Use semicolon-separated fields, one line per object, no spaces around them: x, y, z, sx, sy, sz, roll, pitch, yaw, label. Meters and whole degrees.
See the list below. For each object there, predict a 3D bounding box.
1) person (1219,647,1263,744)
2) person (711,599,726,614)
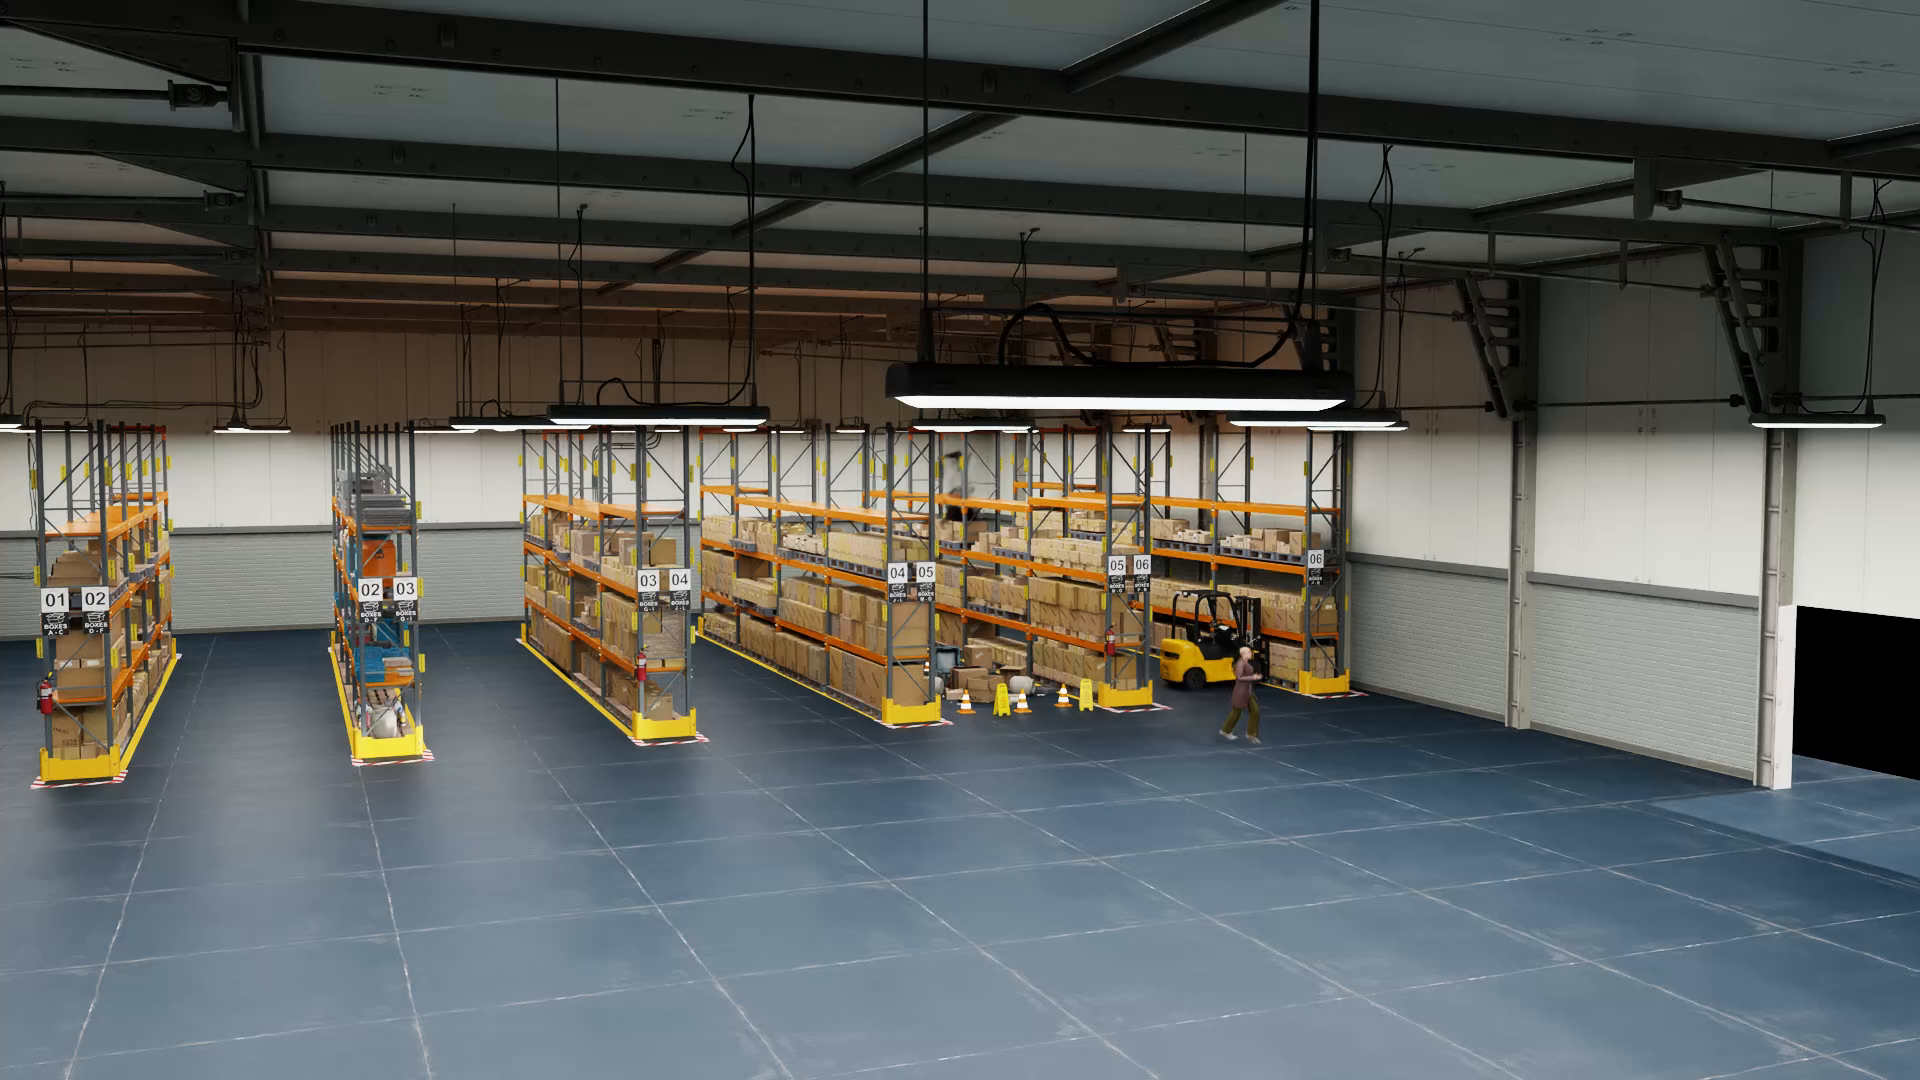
5.235;2.911;30.976;0.861;1.855;0.669;2;4;30;person
-7.085;1.855;49.169;0.537;1.578;0.603;-1;4;-15;person
